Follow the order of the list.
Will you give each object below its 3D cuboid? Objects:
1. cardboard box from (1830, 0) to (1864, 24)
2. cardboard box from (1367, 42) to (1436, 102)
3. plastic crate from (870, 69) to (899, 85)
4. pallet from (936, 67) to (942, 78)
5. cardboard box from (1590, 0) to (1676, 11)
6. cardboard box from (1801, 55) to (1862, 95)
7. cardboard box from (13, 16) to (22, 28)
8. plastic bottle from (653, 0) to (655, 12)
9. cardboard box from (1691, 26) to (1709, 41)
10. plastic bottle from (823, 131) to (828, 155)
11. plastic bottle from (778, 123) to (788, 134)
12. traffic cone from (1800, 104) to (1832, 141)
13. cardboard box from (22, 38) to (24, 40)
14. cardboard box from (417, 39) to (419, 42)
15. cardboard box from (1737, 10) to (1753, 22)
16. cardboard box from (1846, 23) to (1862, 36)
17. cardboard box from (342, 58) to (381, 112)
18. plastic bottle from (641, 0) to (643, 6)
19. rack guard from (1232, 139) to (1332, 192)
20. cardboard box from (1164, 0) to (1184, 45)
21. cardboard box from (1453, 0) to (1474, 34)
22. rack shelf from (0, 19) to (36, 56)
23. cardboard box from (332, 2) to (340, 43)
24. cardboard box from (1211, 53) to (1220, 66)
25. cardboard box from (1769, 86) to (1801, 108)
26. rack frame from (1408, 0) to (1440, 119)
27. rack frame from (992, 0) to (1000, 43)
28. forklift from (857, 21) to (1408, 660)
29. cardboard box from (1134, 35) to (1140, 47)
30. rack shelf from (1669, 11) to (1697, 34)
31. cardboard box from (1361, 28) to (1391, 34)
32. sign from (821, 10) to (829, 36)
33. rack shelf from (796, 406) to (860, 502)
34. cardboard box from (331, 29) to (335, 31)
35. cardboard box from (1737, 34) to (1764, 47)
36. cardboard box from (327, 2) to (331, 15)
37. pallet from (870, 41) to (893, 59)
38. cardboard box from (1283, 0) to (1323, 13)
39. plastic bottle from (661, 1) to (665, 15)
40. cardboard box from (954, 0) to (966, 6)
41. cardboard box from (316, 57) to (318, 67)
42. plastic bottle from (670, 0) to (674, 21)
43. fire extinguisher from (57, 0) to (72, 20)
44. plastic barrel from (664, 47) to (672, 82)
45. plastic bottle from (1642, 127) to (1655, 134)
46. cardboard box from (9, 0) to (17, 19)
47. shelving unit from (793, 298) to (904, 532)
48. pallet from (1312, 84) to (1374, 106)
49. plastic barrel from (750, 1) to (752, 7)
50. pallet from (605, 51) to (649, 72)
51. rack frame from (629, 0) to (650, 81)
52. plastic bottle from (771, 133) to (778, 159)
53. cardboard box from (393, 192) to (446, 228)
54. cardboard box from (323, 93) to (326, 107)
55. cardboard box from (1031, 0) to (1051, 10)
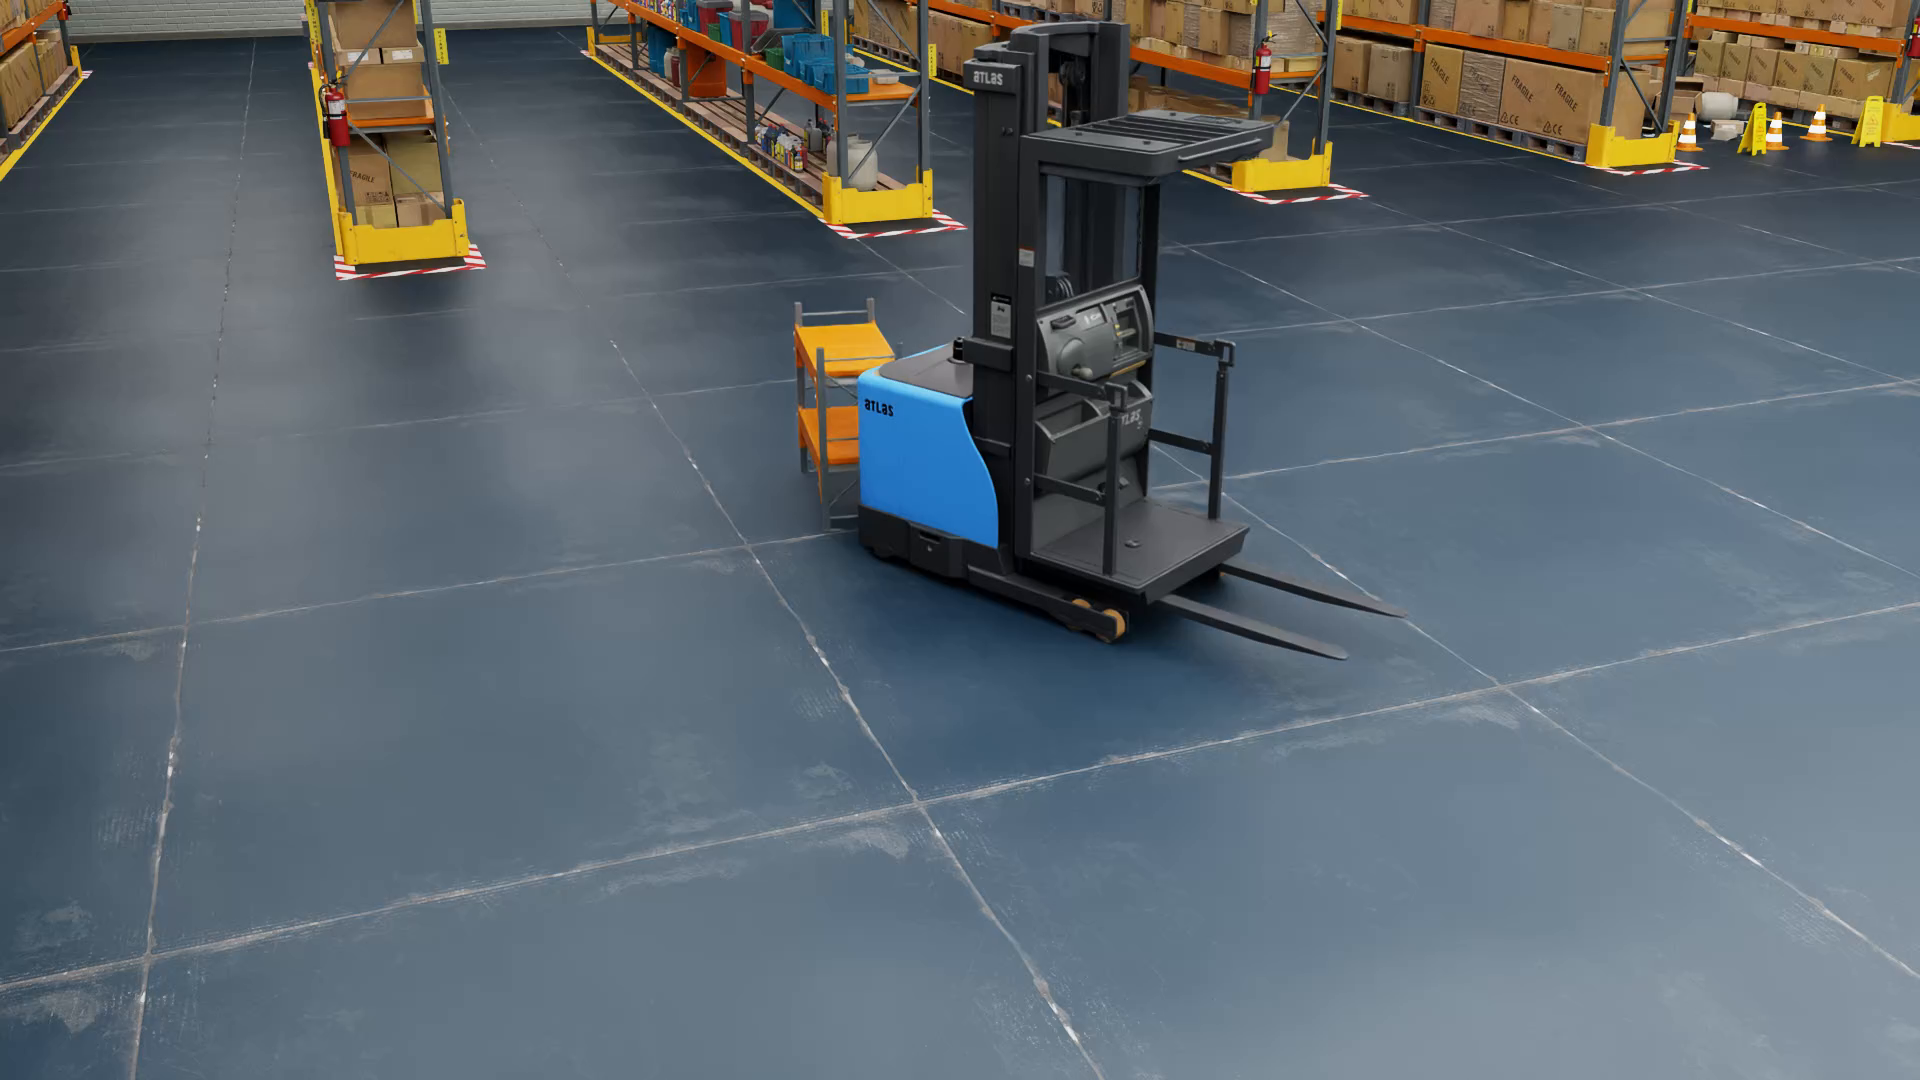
[{"bbox_3d":[12.467,-7.424,22.990,0.500,0.500,0.500,-8,24,-19],"label":"cardboard box"},{"bbox_3d":[6.777,-7.006,24.866,1.050,0.750,0.750,-8,24,-19],"label":"cardboard box"},{"bbox_3d":[-0.831,-5.107,18.345,0.298,0.136,0.250,-8,24,-19],"label":"plastic crate"},{"bbox_3d":[-0.078,-8.344,29.275,1.003,0.211,1.213,-8,24,-19],"label":"pallet"},{"bbox_3d":[8.399,-6.890,20.651,0.875,0.550,0.550,-8,24,-19],"label":"cardboard box"},{"bbox_3d":[12.374,-6.615,23.617,0.500,0.500,0.500,-7,24,-17],"label":"cardboard box"},{"bbox_3d":[-13.630,-7.393,23.726,0.380,0.149,0.250,-8,24,-19],"label":"cardboard box"},{"bbox_3d":[-4.717,-8.426,25.944,0.144,0.351,0.185,-8,24,-19],"label":"plastic bottle"},{"bbox_3d":[14.388,-9.837,31.904,0.500,0.500,0.500,-9,24,-20],"label":"cardboard box"},{"bbox_3d":[-1.637,-4.859,20.347,0.061,0.283,0.133,-8,24,-19],"label":"plastic bottle"},{"bbox_3d":[-2.197,-4.964,20.510,0.144,0.351,0.185,-8,24,-19],"label":"plastic bottle"},{"bbox_3d":[11.730,-5.709,22.699,0.336,0.463,0.334,-8,24,-19],"label":"traffic cone"},{"bbox_3d":[-15.088,-7.879,26.424,0.380,0.149,0.250,-9,24,-20],"label":"cardboard box"},{"bbox_3d":[-5.571,-4.885,16.513,0.380,0.149,0.250,-8,24,-19],"label":"cardboard box"},{"bbox_3d":[11.802,-7.806,24.732,0.380,0.149,0.250,-8,24,-17],"label":"cardboard box"},{"bbox_3d":[12.493,-7.062,22.967,0.380,0.149,0.250,-9,24,-20],"label":"cardboard box"},{"bbox_3d":[-5.794,-4.589,16.646,0.700,0.500,0.500,-8,24,-18],"label":"cardboard box"},{"bbox_3d":[-5.103,-8.761,26.840,0.097,0.271,0.097,0,23,0],"label":"plastic bottle"},{"bbox_3d":[3.791,-4.415,19.580,1.175,0.500,0.348,-8,24,-19],"label":"rack guard"},{"bbox_3d":[3.058,-6.462,20.707,0.875,0.500,0.500,-8,24,-19],"label":"cardboard box"},{"bbox_3d":[7.438,-7.376,23.195,0.875,0.550,0.550,-8,24,-19],"label":"cardboard box"},{"bbox_3d":[-13.617,-6.802,22.953,1.077,0.370,4.000,-8,24,-19],"label":"rack shelf"},{"bbox_3d":[-5.814,-5.206,16.440,0.700,0.500,0.500,-9,24,-20],"label":"cardboard box"},{"bbox_3d":[3.226,-5.766,19.892,0.380,0.149,0.250,-8,24,-19],"label":"cardboard box"},{"bbox_3d":[12.186,-6.461,24.216,0.500,0.250,0.500,-9,25,-21],"label":"cardboard box"},{"bbox_3d":[7.081,-7.636,24.005,1.000,3.000,0.127,-8,24,-19],"label":"rack frame"},{"bbox_3d":[0.992,-8.446,25.926,1.000,3.000,0.127,-8,24,-19],"label":"rack frame"},{"bbox_3d":[0.869,-1.060,8.490,3.031,2.935,1.130,18,29,36],"label":"forklift"},{"bbox_3d":[2.487,-6.488,21.605,0.380,0.149,0.250,-8,24,-19],"label":"cardboard box"},{"bbox_3d":[10.969,-8.747,27.568,1.077,0.370,4.000,-8,24,-19],"label":"rack shelf"},{"bbox_3d":[8.728,-10.514,33.593,0.875,0.438,0.875,-9,24,-20],"label":"cardboard box"},{"bbox_3d":[-1.710,-6.512,20.981,0.100,0.325,0.005,-8,24,-19],"label":"sign"},{"bbox_3d":[-0.679,-0.561,10.262,0.538,0.278,1.000,-5,23,-11],"label":"rack shelf"},{"bbox_3d":[-6.400,-5.293,17.482,0.380,0.149,0.250,-9,24,-19],"label":"cardboard box"},{"bbox_3d":[11.803,-7.431,24.718,0.380,0.149,0.250,-7,24,-17],"label":"cardboard box"},{"bbox_3d":[-8.605,-7.541,23.110,0.700,0.500,0.500,-18,29,-36],"label":"cardboard box"},{"bbox_3d":[-1.052,-9.345,31.650,1.003,0.211,1.213,-8,24,-19],"label":"pallet"},{"bbox_3d":[3.878,-6.420,19.321,0.500,0.500,0.500,-8,24,-19],"label":"cardboard box"},{"bbox_3d":[-4.530,-8.139,25.454,0.097,0.201,0.097,0,23,0],"label":"plastic bottle"},{"bbox_3d":[0.228,-9.007,27.130,0.500,0.500,0.500,-9,25,-21],"label":"cardboard box"},{"bbox_3d":[-10.422,-7.946,27.635,0.500,0.311,0.500,-8,24,-19],"label":"cardboard box"},{"bbox_3d":[-4.265,-7.885,24.745,0.061,0.283,0.133,-8,24,-19],"label":"plastic bottle"},{"bbox_3d":[-15.358,-9.224,28.353,0.296,0.674,0.183,-8,24,-19],"label":"fire extinguisher"},{"bbox_3d":[-4.513,-7.592,26.563,0.421,0.512,0.421,0,23,0],"label":"plastic barrel"},{"bbox_3d":[9.587,-5.750,23.315,0.133,0.061,0.283,-18,29,-37],"label":"plastic bottle"},{"bbox_3d":[-13.565,-7.552,23.268,0.500,0.500,0.500,-8,24,-19],"label":"cardboard box"},{"bbox_3d":[-0.679,-0.786,10.167,0.538,1.125,1.048,-5,23,-11],"label":"shelving unit"},{"bbox_3d":[6.303,-7.065,26.241,1.003,0.211,1.213,-8,24,-19],"label":"pallet"},{"bbox_3d":[-2.774,-7.177,22.741,0.433,0.535,0.433,0,23,0],"label":"plastic barrel"},{"bbox_3d":[-5.786,-8.640,29.978,1.003,0.211,1.213,-8,24,-19],"label":"pallet"},{"bbox_3d":[-5.055,-9.220,27.762,1.000,3.000,0.127,-8,24,-19],"label":"rack frame"},{"bbox_3d":[-2.246,-4.779,20.158,0.061,0.283,0.133,-7,24,-17],"label":"plastic bottle"},{"bbox_3d":[-5.432,-3.333,16.795,0.500,0.250,0.500,-8,24,-19],"label":"cardboard box"},{"bbox_3d":[-7.995,-5.667,21.610,0.500,0.311,0.500,-9,24,-20],"label":"cardboard box"},{"bbox_3d":[1.369,-7.930,24.354,0.500,0.250,0.500,-9,24,-20],"label":"cardboard box"}]
